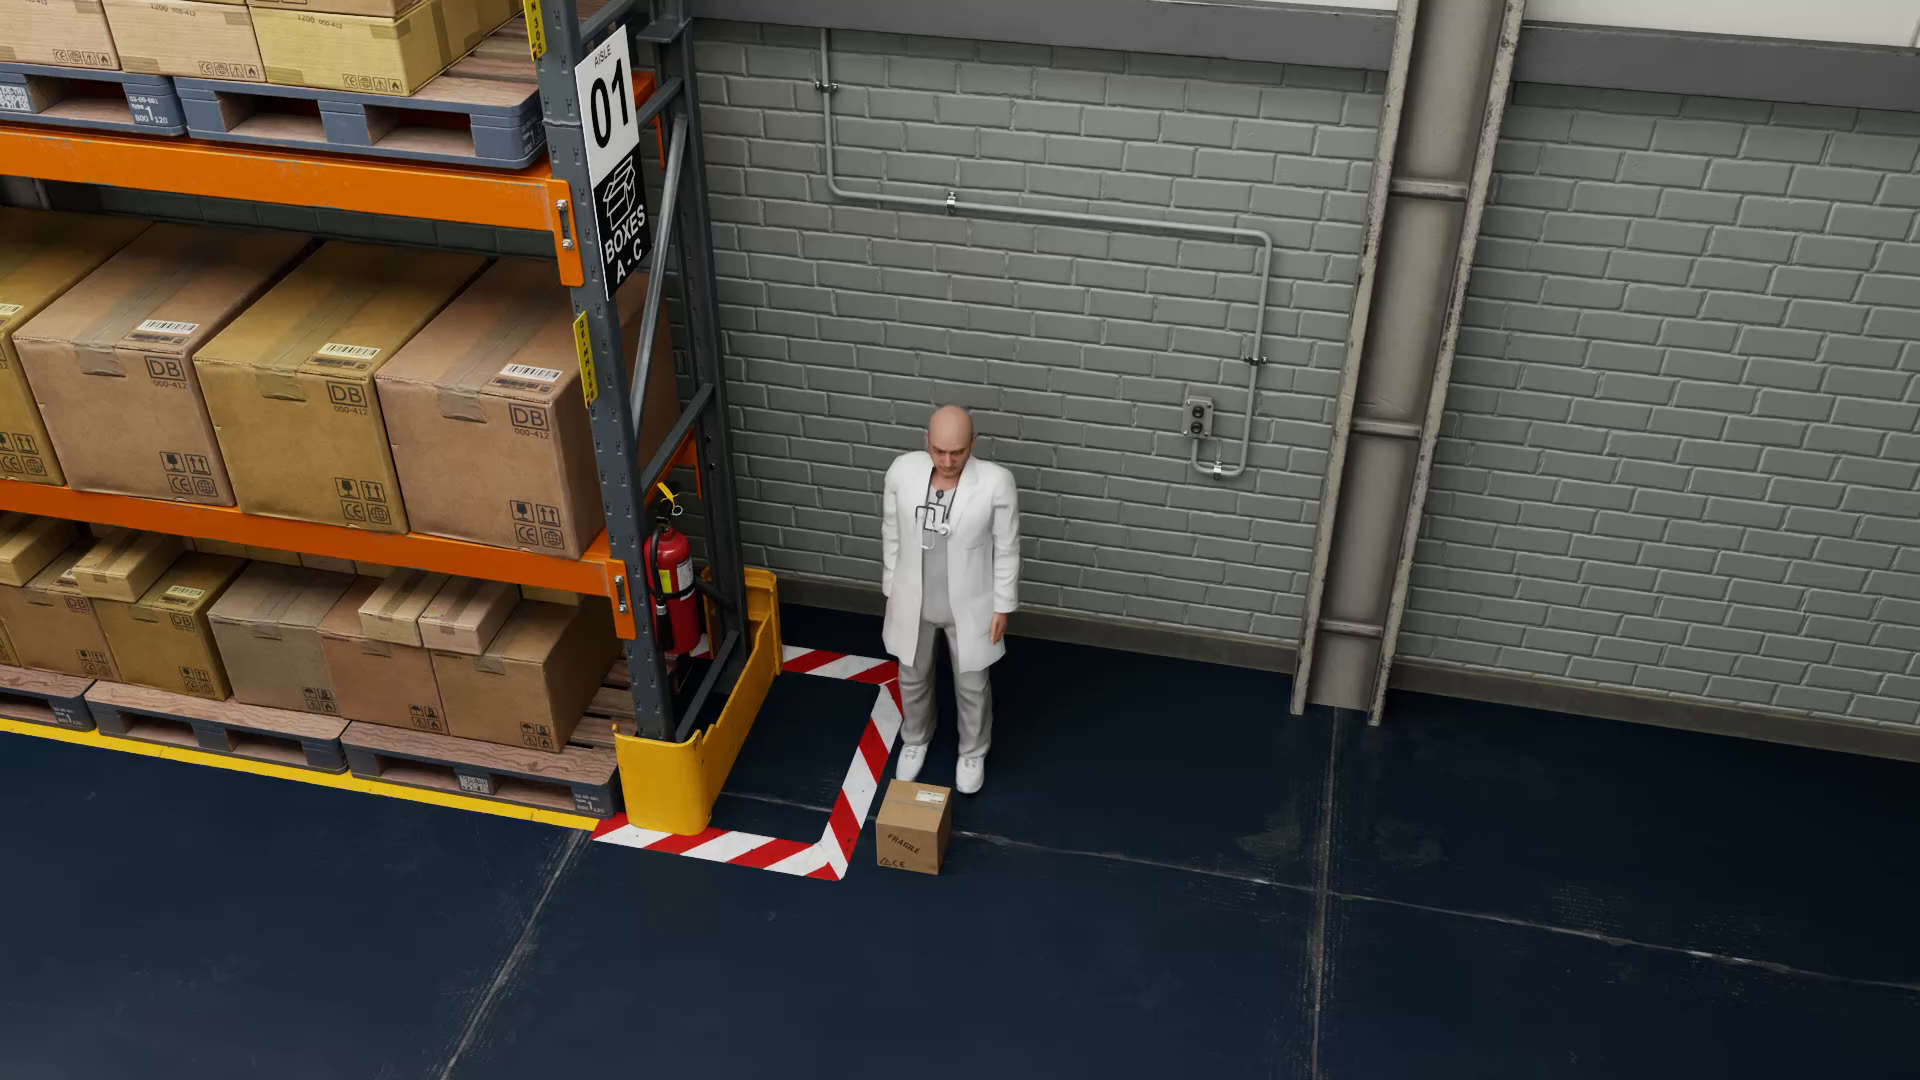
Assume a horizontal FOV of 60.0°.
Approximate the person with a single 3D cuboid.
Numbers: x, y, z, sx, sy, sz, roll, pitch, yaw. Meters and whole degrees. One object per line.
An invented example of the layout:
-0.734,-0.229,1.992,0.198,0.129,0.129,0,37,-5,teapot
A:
-0.043,0.252,6.648,0.562,1.785,0.387,8,37,11,person
